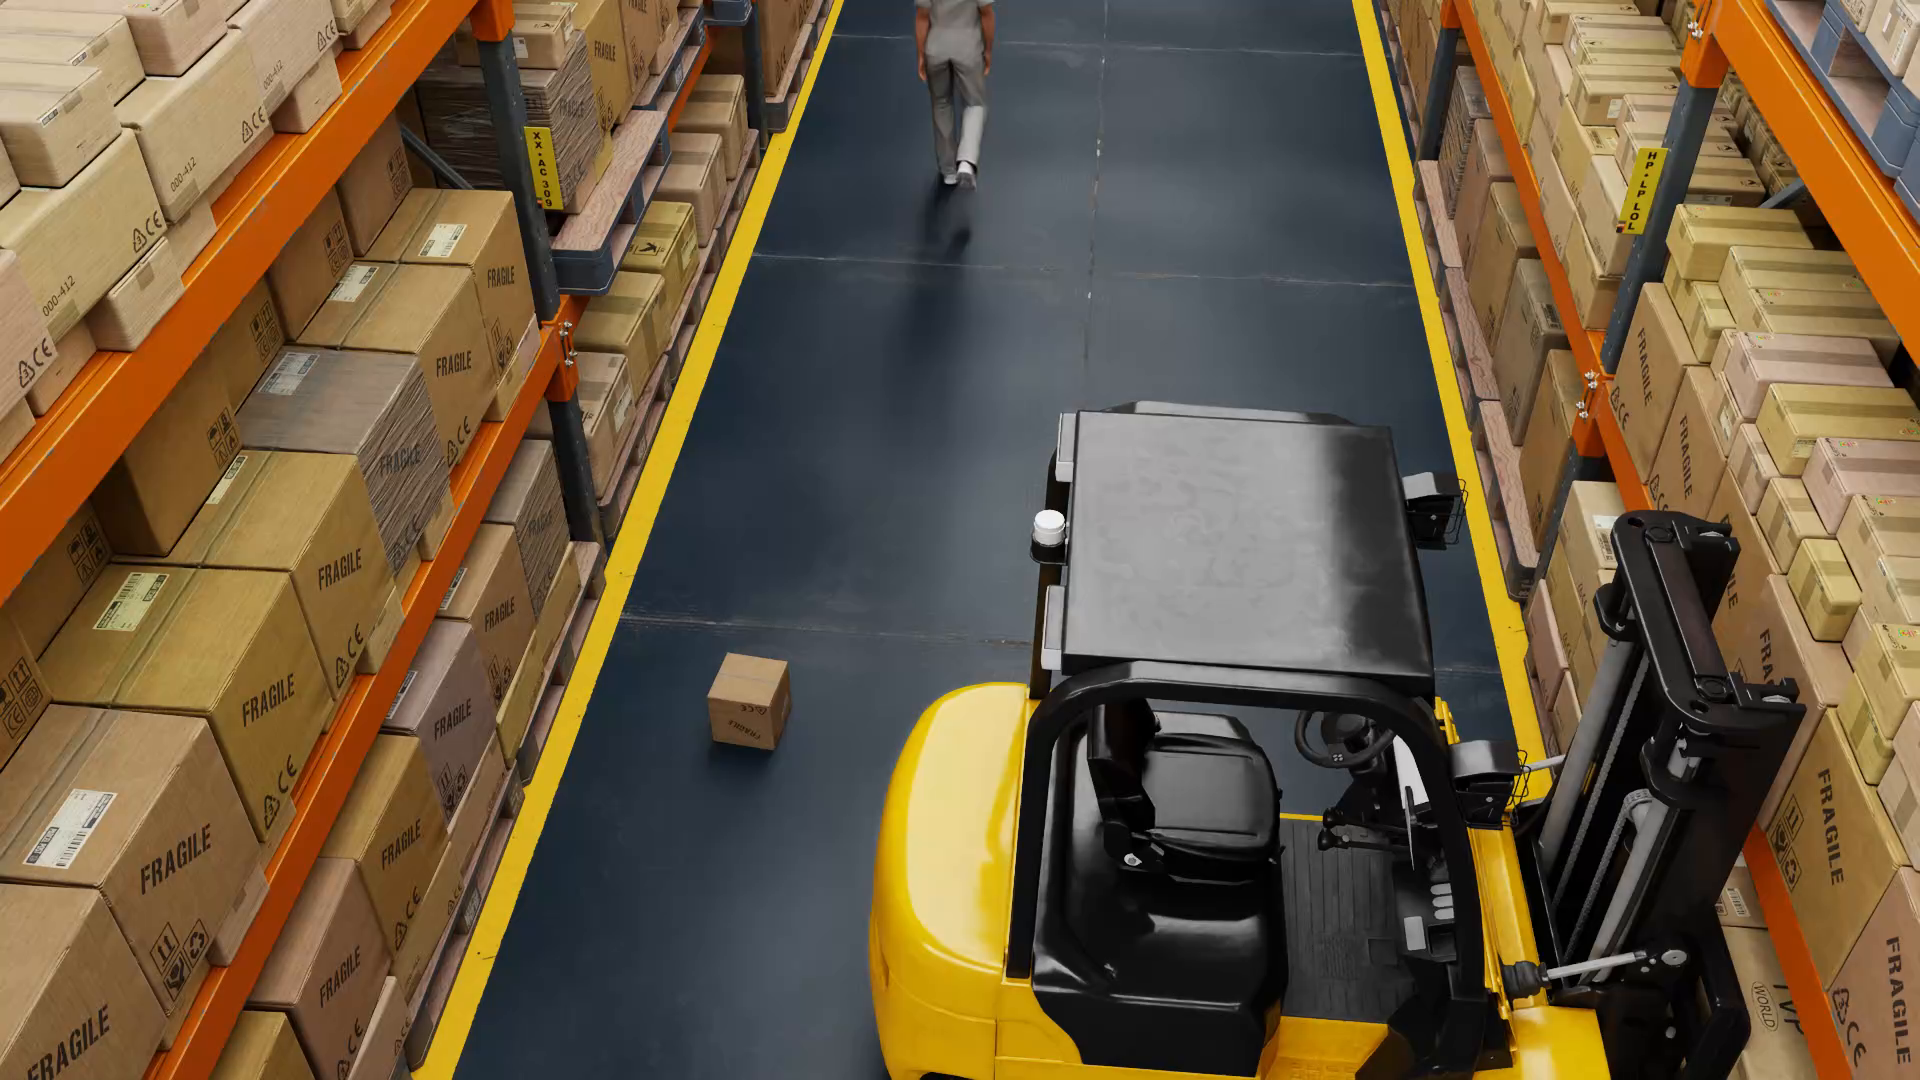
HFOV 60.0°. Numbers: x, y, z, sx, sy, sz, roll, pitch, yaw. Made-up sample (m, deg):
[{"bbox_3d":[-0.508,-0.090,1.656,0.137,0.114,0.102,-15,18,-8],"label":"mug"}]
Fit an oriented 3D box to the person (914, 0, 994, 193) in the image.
[{"bbox_3d":[-0.032,-2.711,9.345,0.443,1.651,0.713,2,40,2],"label":"person"}]
